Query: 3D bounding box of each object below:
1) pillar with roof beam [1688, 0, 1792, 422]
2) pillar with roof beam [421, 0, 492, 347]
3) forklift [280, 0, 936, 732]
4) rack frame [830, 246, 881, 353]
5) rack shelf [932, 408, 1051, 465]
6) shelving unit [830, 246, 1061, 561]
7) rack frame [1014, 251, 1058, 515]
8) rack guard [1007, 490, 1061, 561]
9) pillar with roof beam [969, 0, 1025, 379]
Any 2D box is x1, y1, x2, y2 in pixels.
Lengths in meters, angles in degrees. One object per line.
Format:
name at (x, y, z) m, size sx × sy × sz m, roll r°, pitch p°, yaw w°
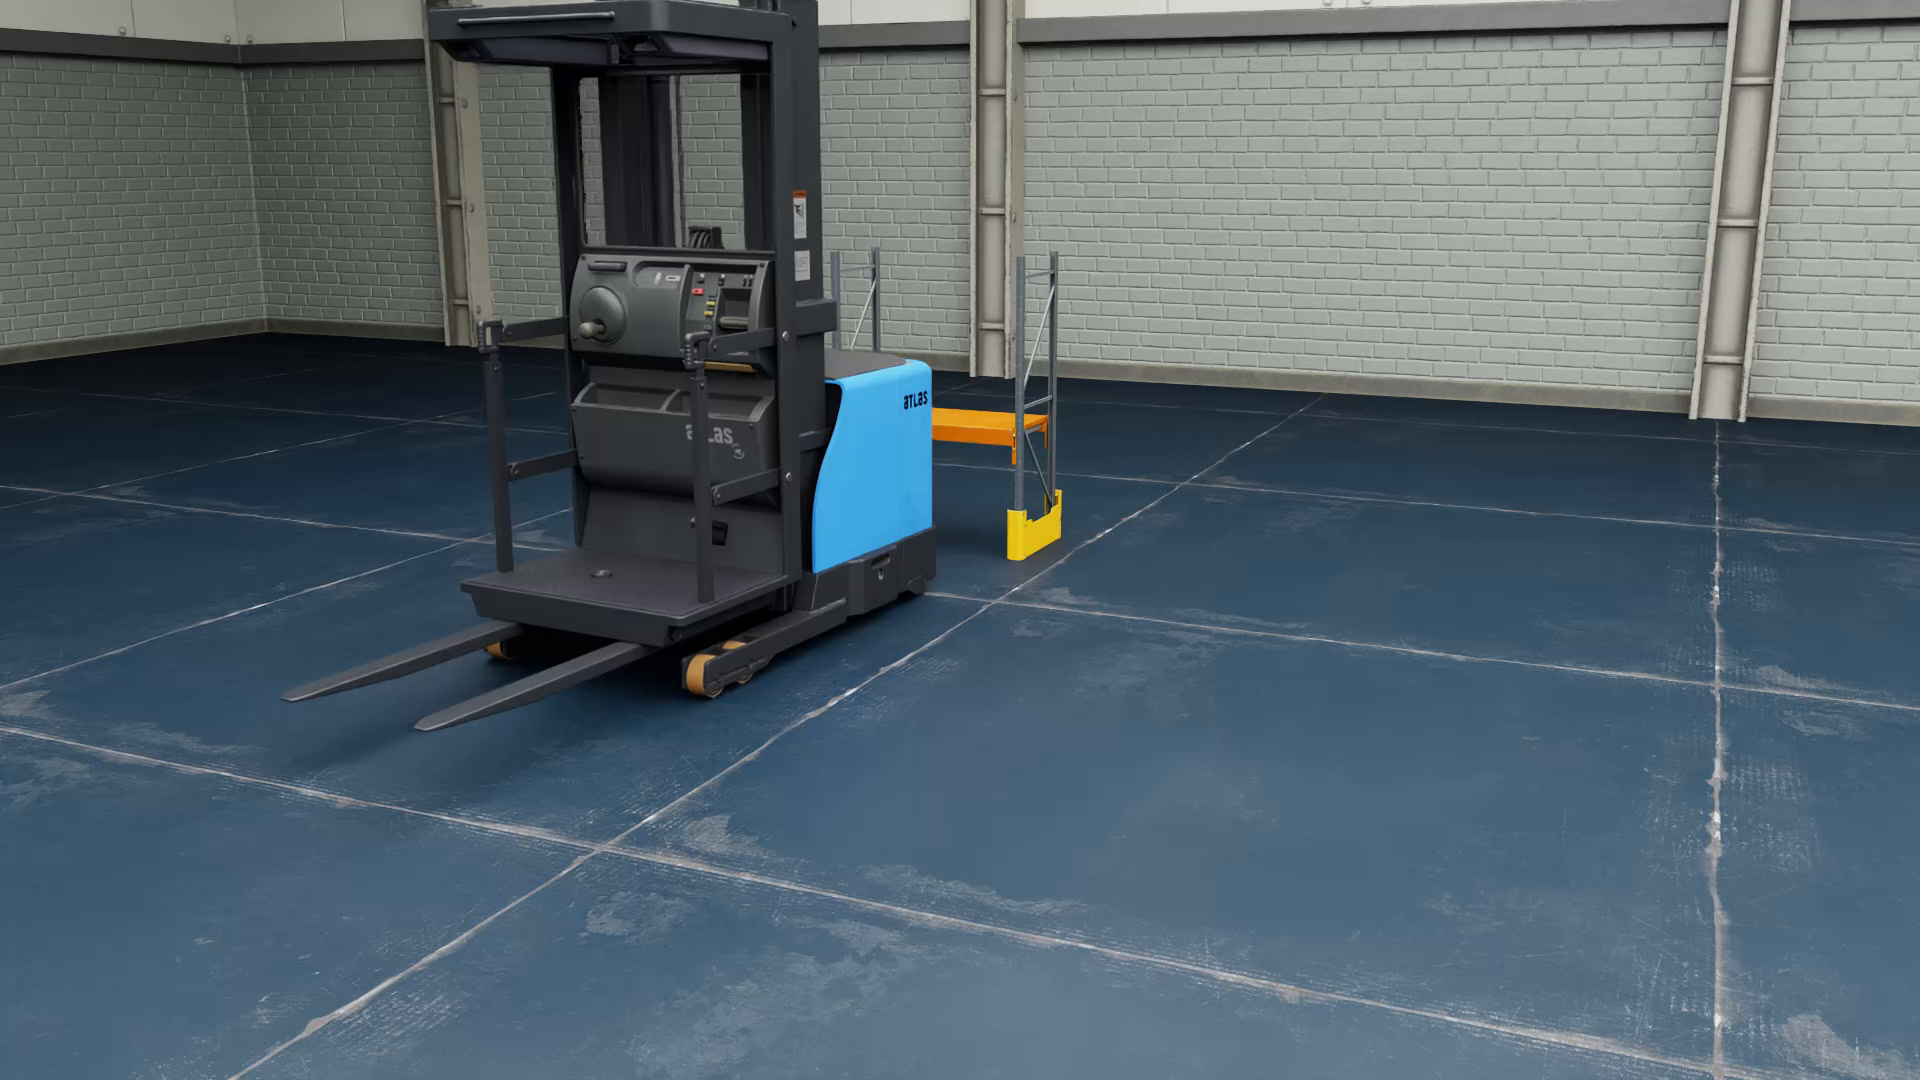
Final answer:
pillar with roof beam at (4.069, -4.423, 7.908) m, size 0.400 × 9.000 × 9.100 m, roll 6°, pitch 14°, yaw 23°
pillar with roof beam at (-6.903, -5.534, 12.640) m, size 0.400 × 9.000 × 9.100 m, roll 6°, pitch 14°, yaw 23°
forklift at (-1.255, -0.951, 6.393) m, size 1.130 × 2.935 × 3.031 m, roll 7°, pitch 15°, yaw 27°
rack frame at (-0.543, -0.785, 8.818) m, size 0.032 × 1.500 × 0.500 m, roll 6°, pitch 14°, yaw 23°
rack shelf at (-0.078, -0.563, 8.658) m, size 1.000 × 0.185 × 0.538 m, roll 6°, pitch 14°, yaw 23°
shelving unit at (-0.070, -0.737, 8.614) m, size 1.083 × 1.500 × 0.587 m, roll 6°, pitch 14°, yaw 23°
rack frame at (0.387, -0.691, 8.417) m, size 0.032 × 1.500 × 0.500 m, roll 6°, pitch 14°, yaw 23°
rack guard at (0.386, -0.083, 8.560) m, size 0.087 × 0.250 × 0.587 m, roll 6°, pitch 14°, yaw 23°
pillar with roof beam at (-1.417, -4.979, 10.274) m, size 0.400 × 9.000 × 9.100 m, roll 6°, pitch 14°, yaw 23°
